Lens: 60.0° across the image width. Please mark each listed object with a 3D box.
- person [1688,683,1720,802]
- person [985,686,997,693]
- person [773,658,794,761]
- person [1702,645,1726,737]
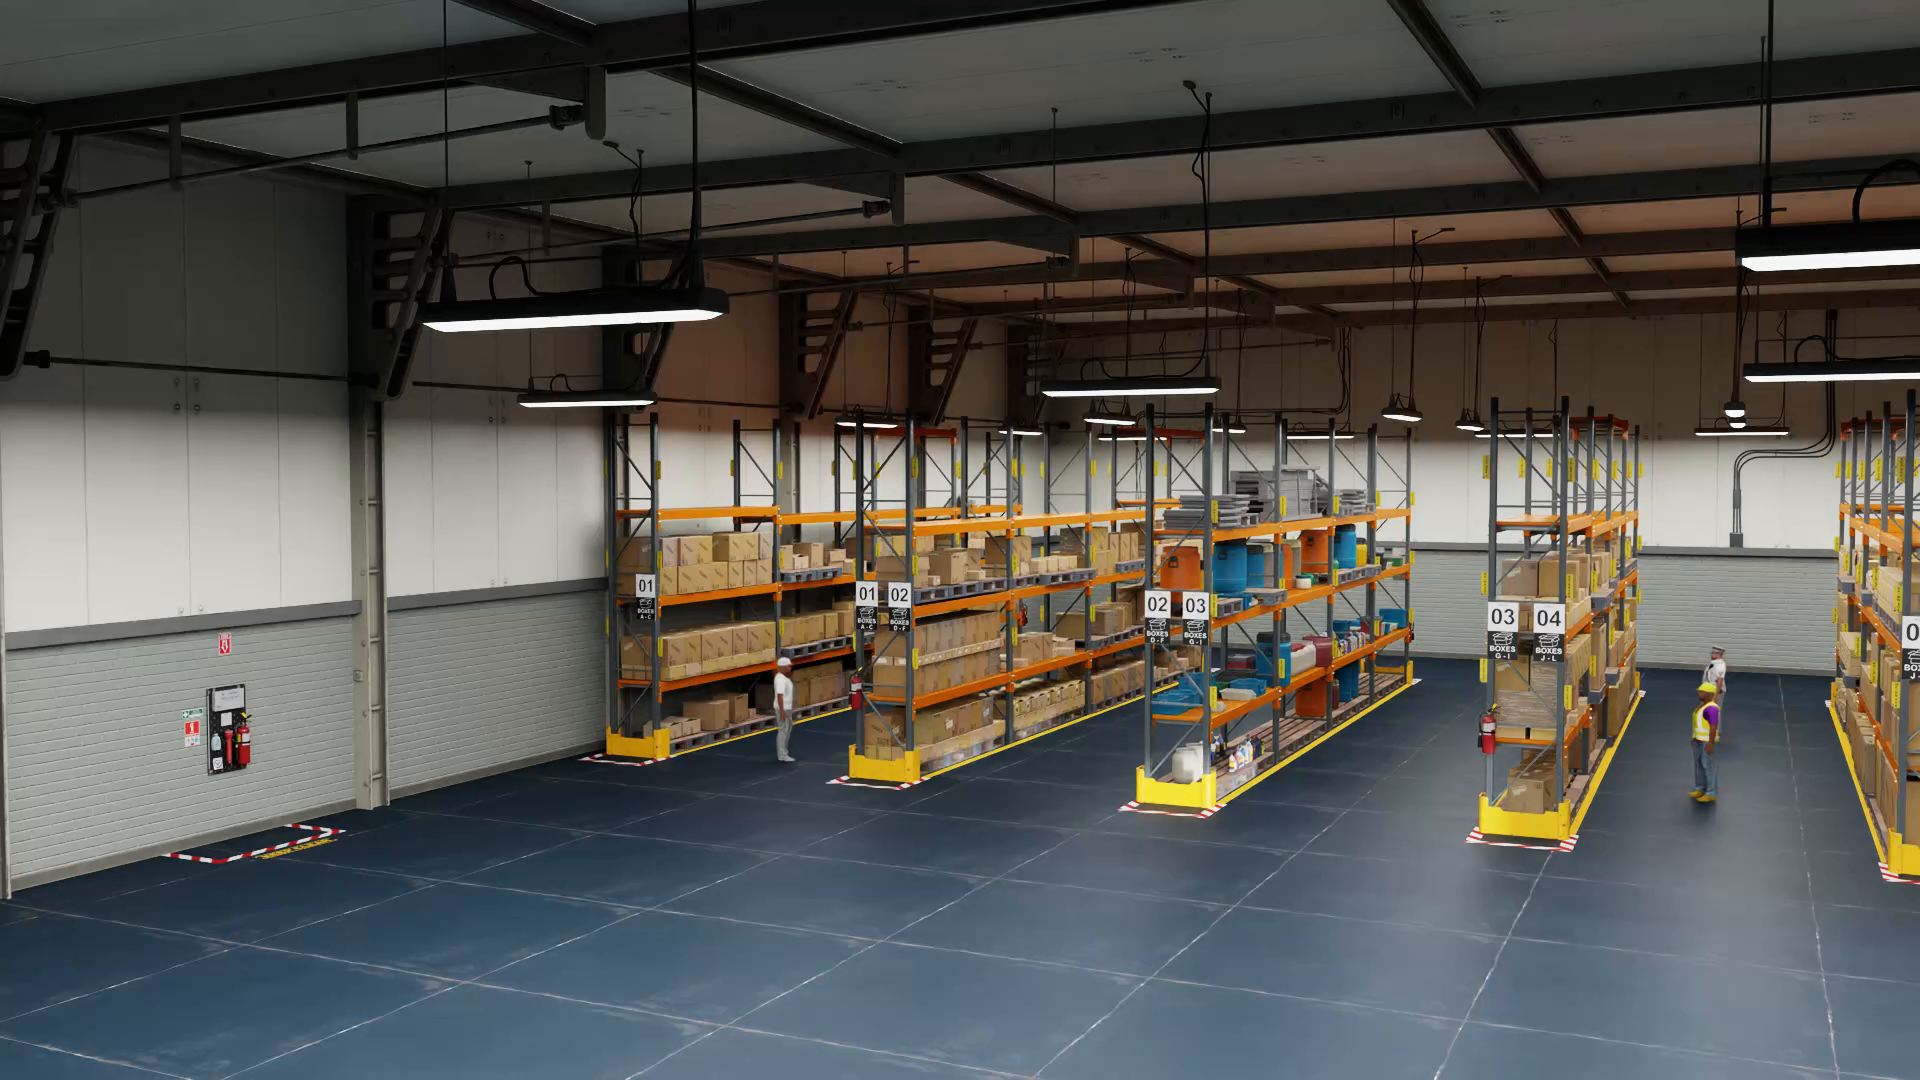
[{"bbox_3d":[11.296,3.048,25.220,0.399,1.772,0.621,0,2,-3],"label":"person"},{"bbox_3d":[0.762,2.655,36.301,0.441,1.627,0.488,-1,3,-27],"label":"person"},{"bbox_3d":[-3.031,2.951,28.705,0.376,1.849,0.651,0,2,1],"label":"person"},{"bbox_3d":[13.956,2.837,30.822,0.519,1.779,0.551,0,2,-10],"label":"person"}]
